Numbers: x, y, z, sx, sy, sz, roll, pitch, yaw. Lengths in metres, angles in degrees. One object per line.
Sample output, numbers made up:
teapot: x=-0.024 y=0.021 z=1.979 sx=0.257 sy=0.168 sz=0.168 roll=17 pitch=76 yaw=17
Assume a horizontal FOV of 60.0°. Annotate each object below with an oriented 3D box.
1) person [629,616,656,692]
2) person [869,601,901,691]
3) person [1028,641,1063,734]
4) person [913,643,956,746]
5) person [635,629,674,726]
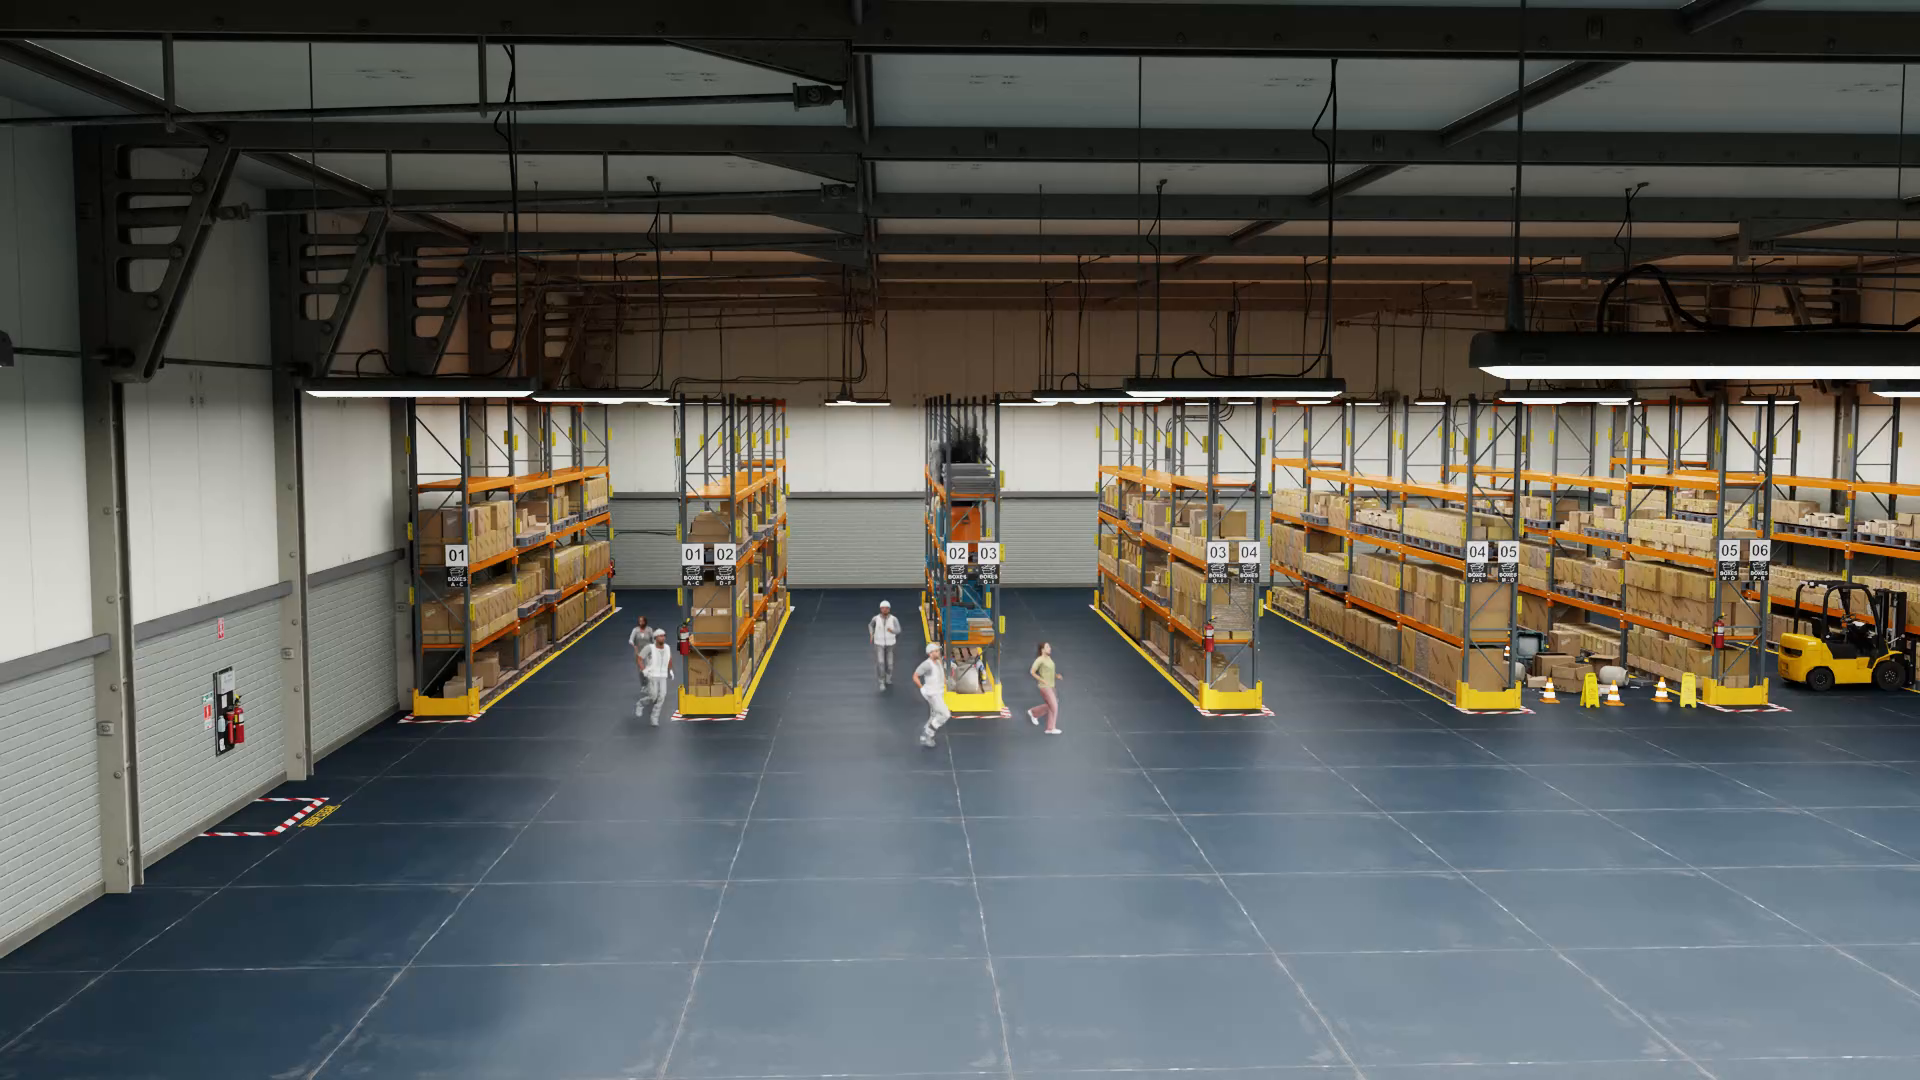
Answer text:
person: x=-6.358 y=2.298 z=33.315 sx=0.541 sy=1.568 sz=0.604 roll=0 pitch=5 yaw=-6
person: x=-1.531 y=2.130 z=33.959 sx=0.649 sy=1.776 sz=0.946 roll=0 pitch=5 yaw=-6
person: x=1.478 y=2.592 z=29.357 sx=0.705 sy=1.627 sz=0.609 roll=3 pitch=5 yaw=30
person: x=-0.392 y=2.616 z=28.049 sx=0.640 sy=1.746 sz=0.653 roll=2 pitch=5 yaw=21
person: x=-5.493 y=2.480 z=30.218 sx=0.733 sy=1.715 sz=0.717 roll=-4 pitch=6 yaw=-41
